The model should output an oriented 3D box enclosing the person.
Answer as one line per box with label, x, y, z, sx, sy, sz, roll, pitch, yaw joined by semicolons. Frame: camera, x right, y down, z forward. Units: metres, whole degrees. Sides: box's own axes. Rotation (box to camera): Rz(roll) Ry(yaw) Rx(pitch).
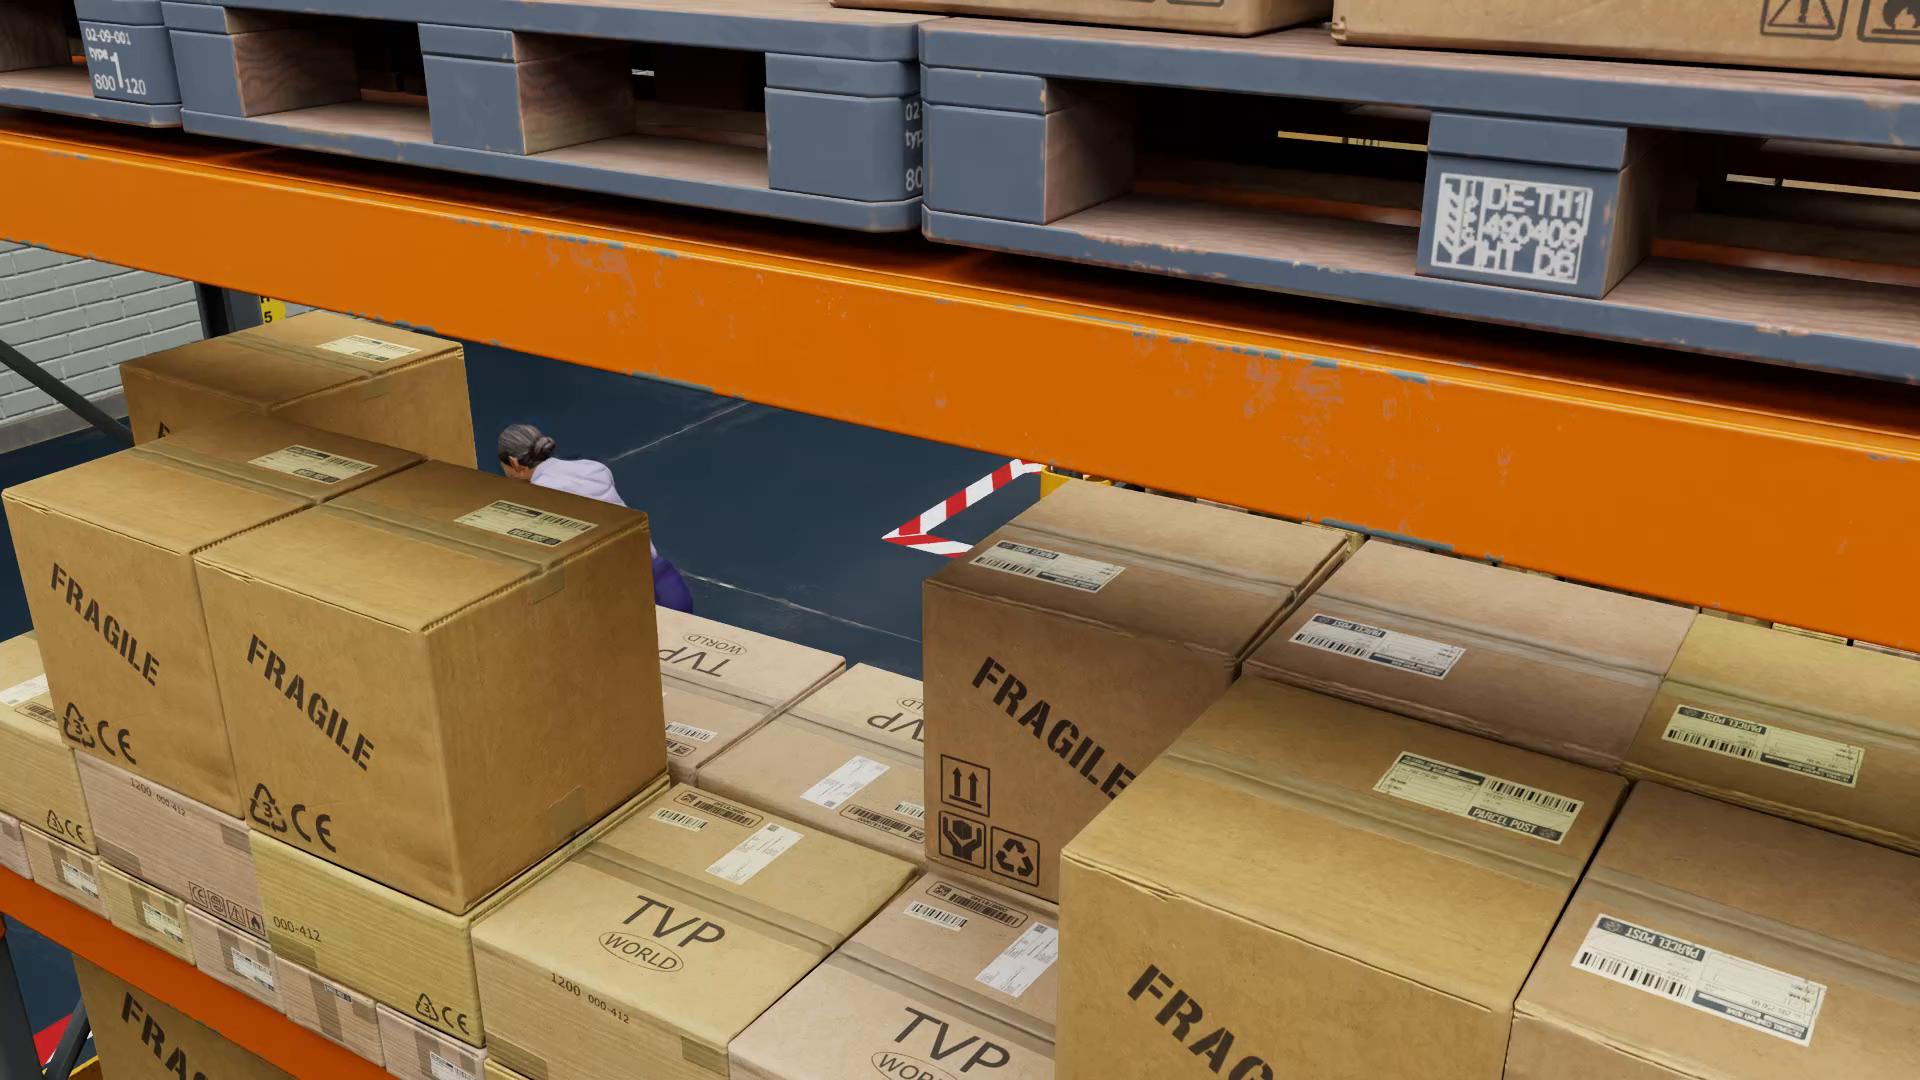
person;-1.329;0.248;5.975;0.688;1.314;0.536;14;27;29
